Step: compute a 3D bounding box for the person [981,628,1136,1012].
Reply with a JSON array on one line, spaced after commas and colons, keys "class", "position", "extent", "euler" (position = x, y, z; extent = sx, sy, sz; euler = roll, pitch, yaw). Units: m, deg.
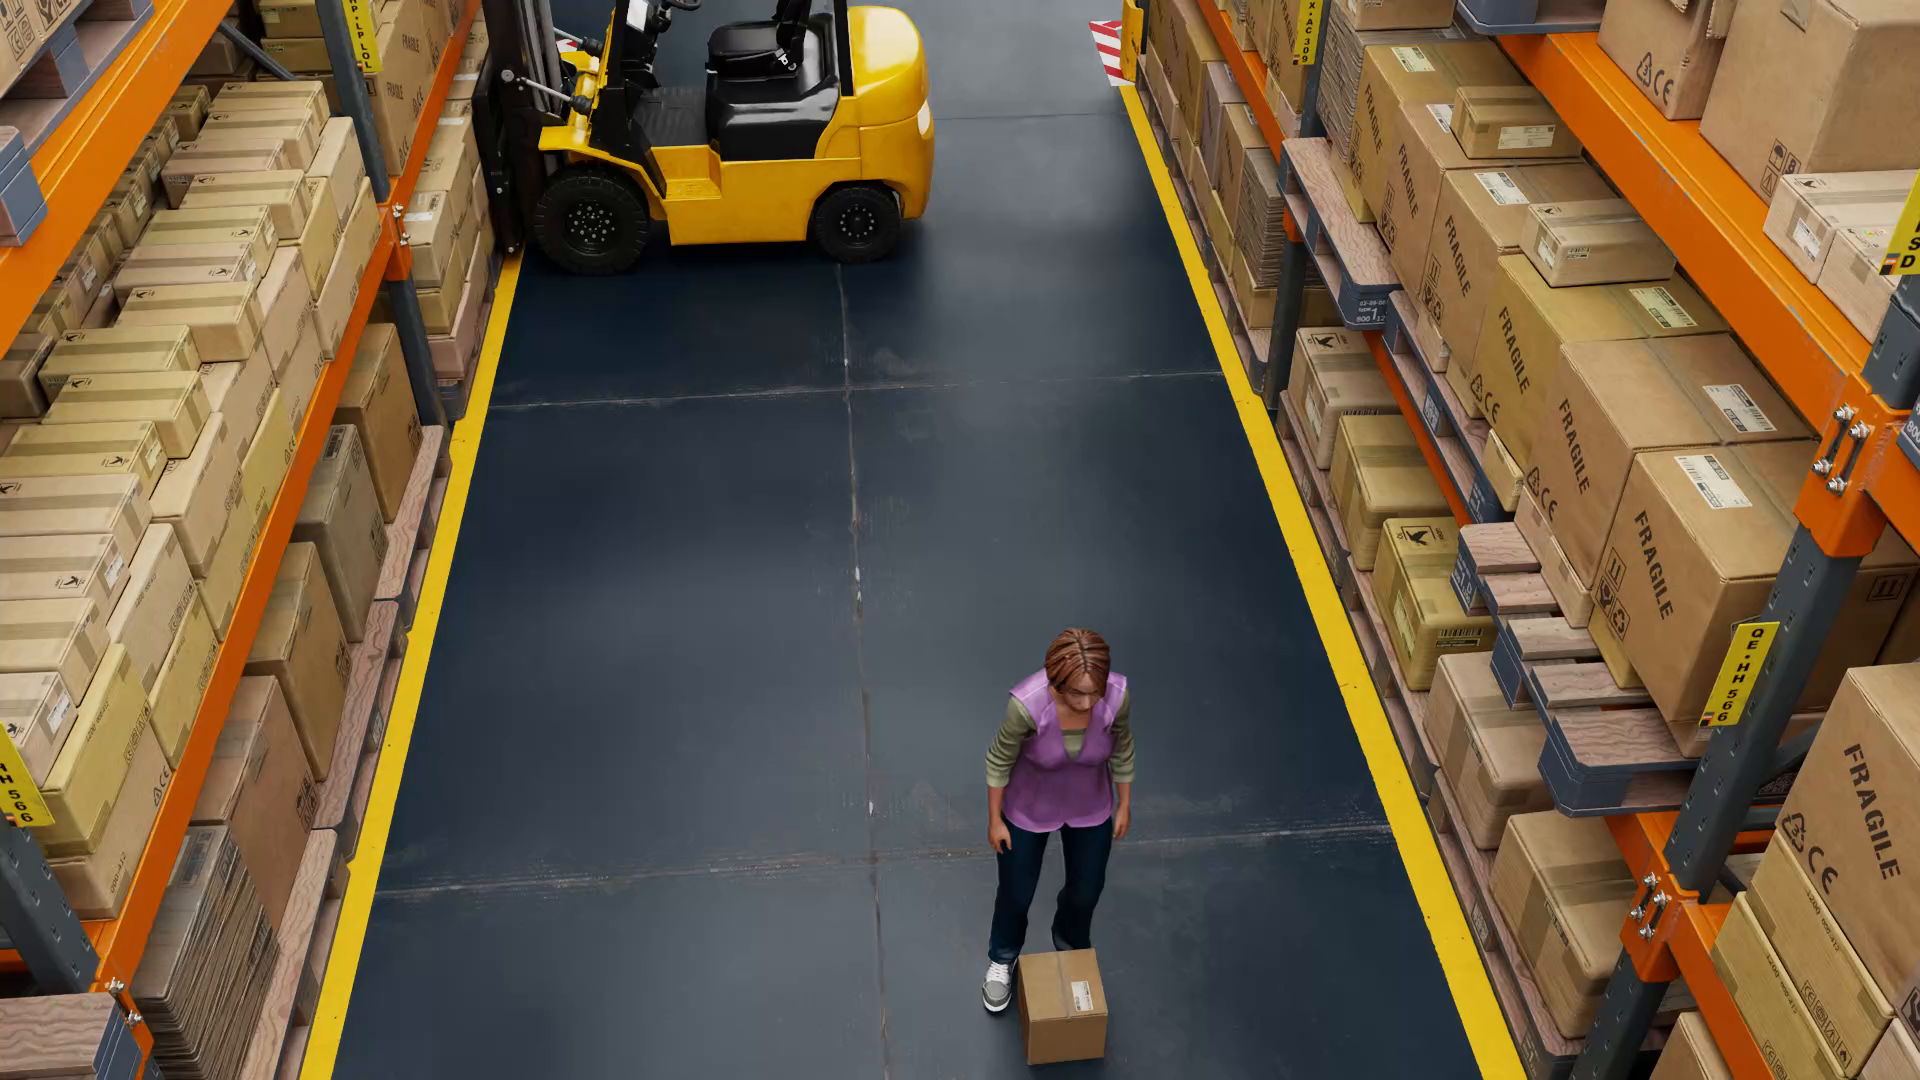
[{"class": "person", "position": [0.304, 0.862, 5.138], "extent": [0.484, 1.575, 0.377], "euler": [-6, 40, -7]}]
